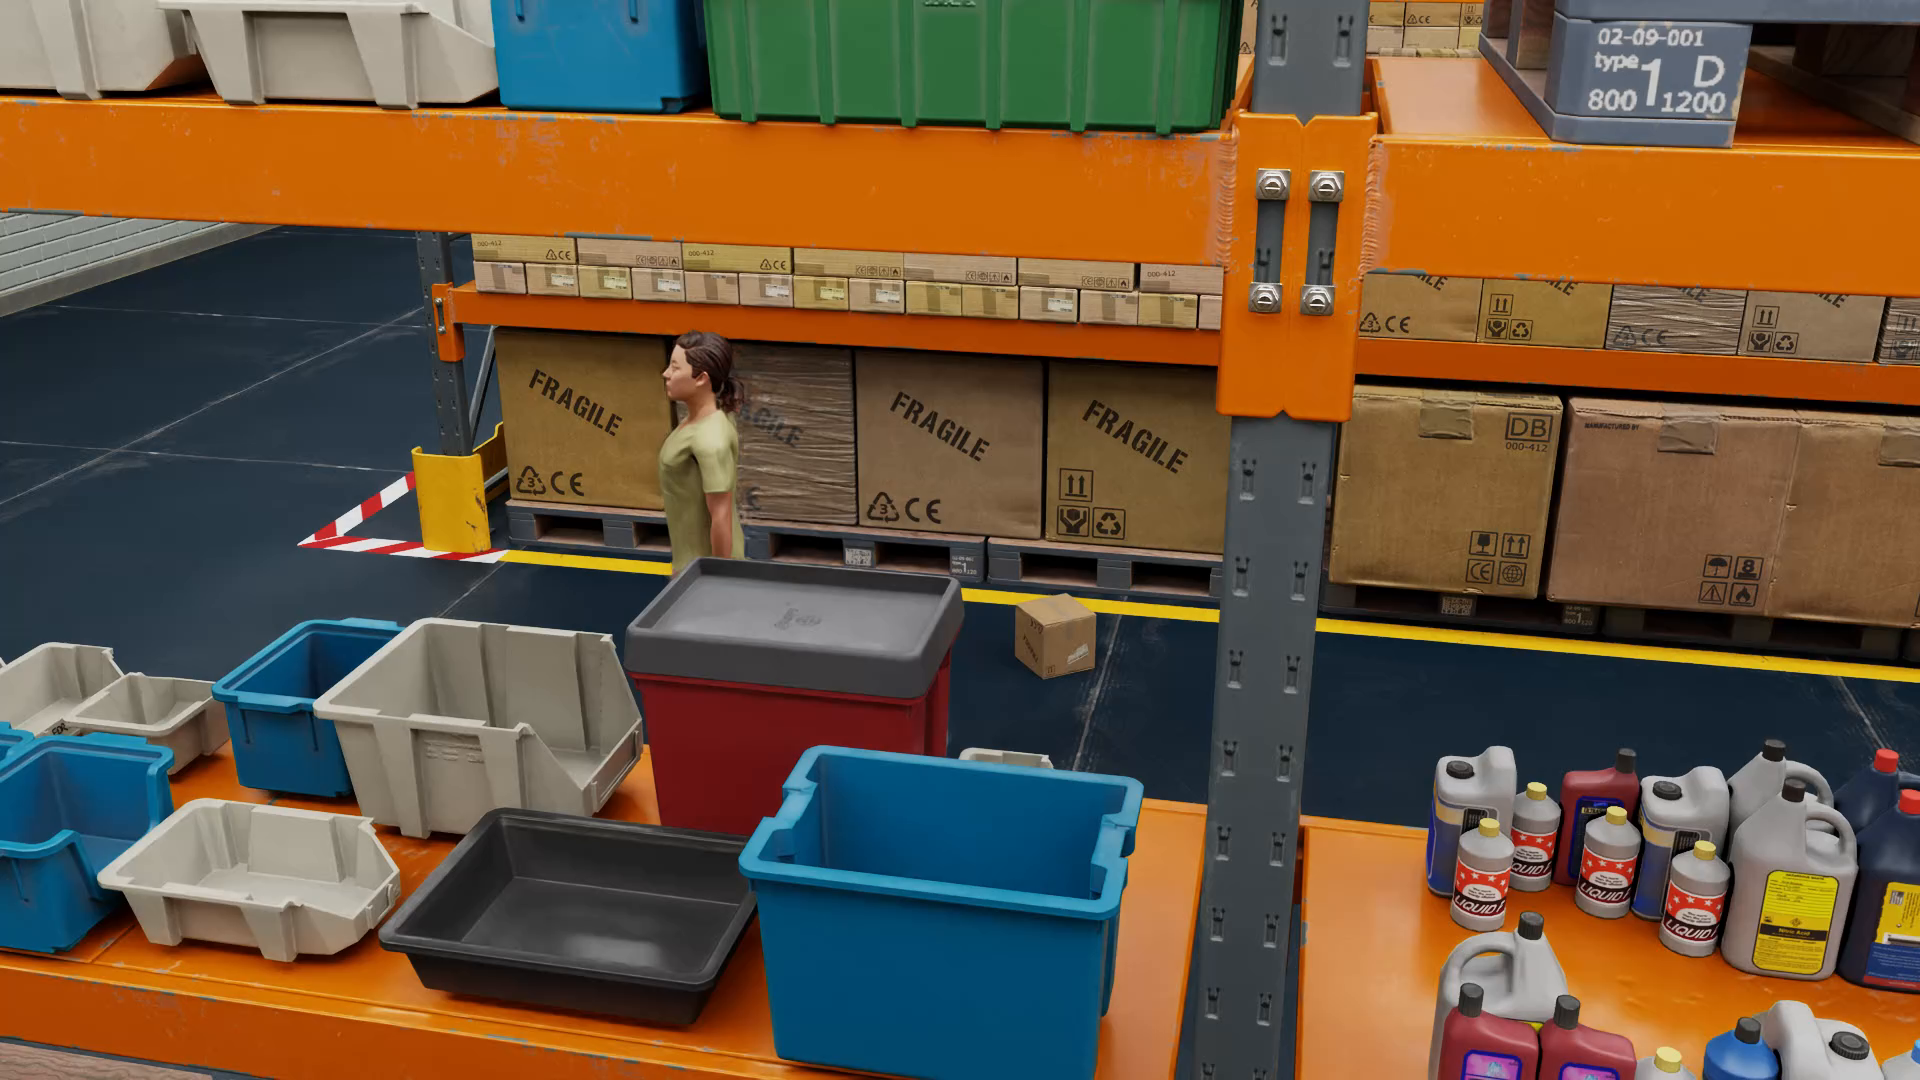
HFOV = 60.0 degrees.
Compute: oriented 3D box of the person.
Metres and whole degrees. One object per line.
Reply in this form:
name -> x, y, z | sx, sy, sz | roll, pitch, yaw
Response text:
person -> -0.844, 0.078, 5.843 | 0.553, 1.652, 0.445 | -3, 22, -7
